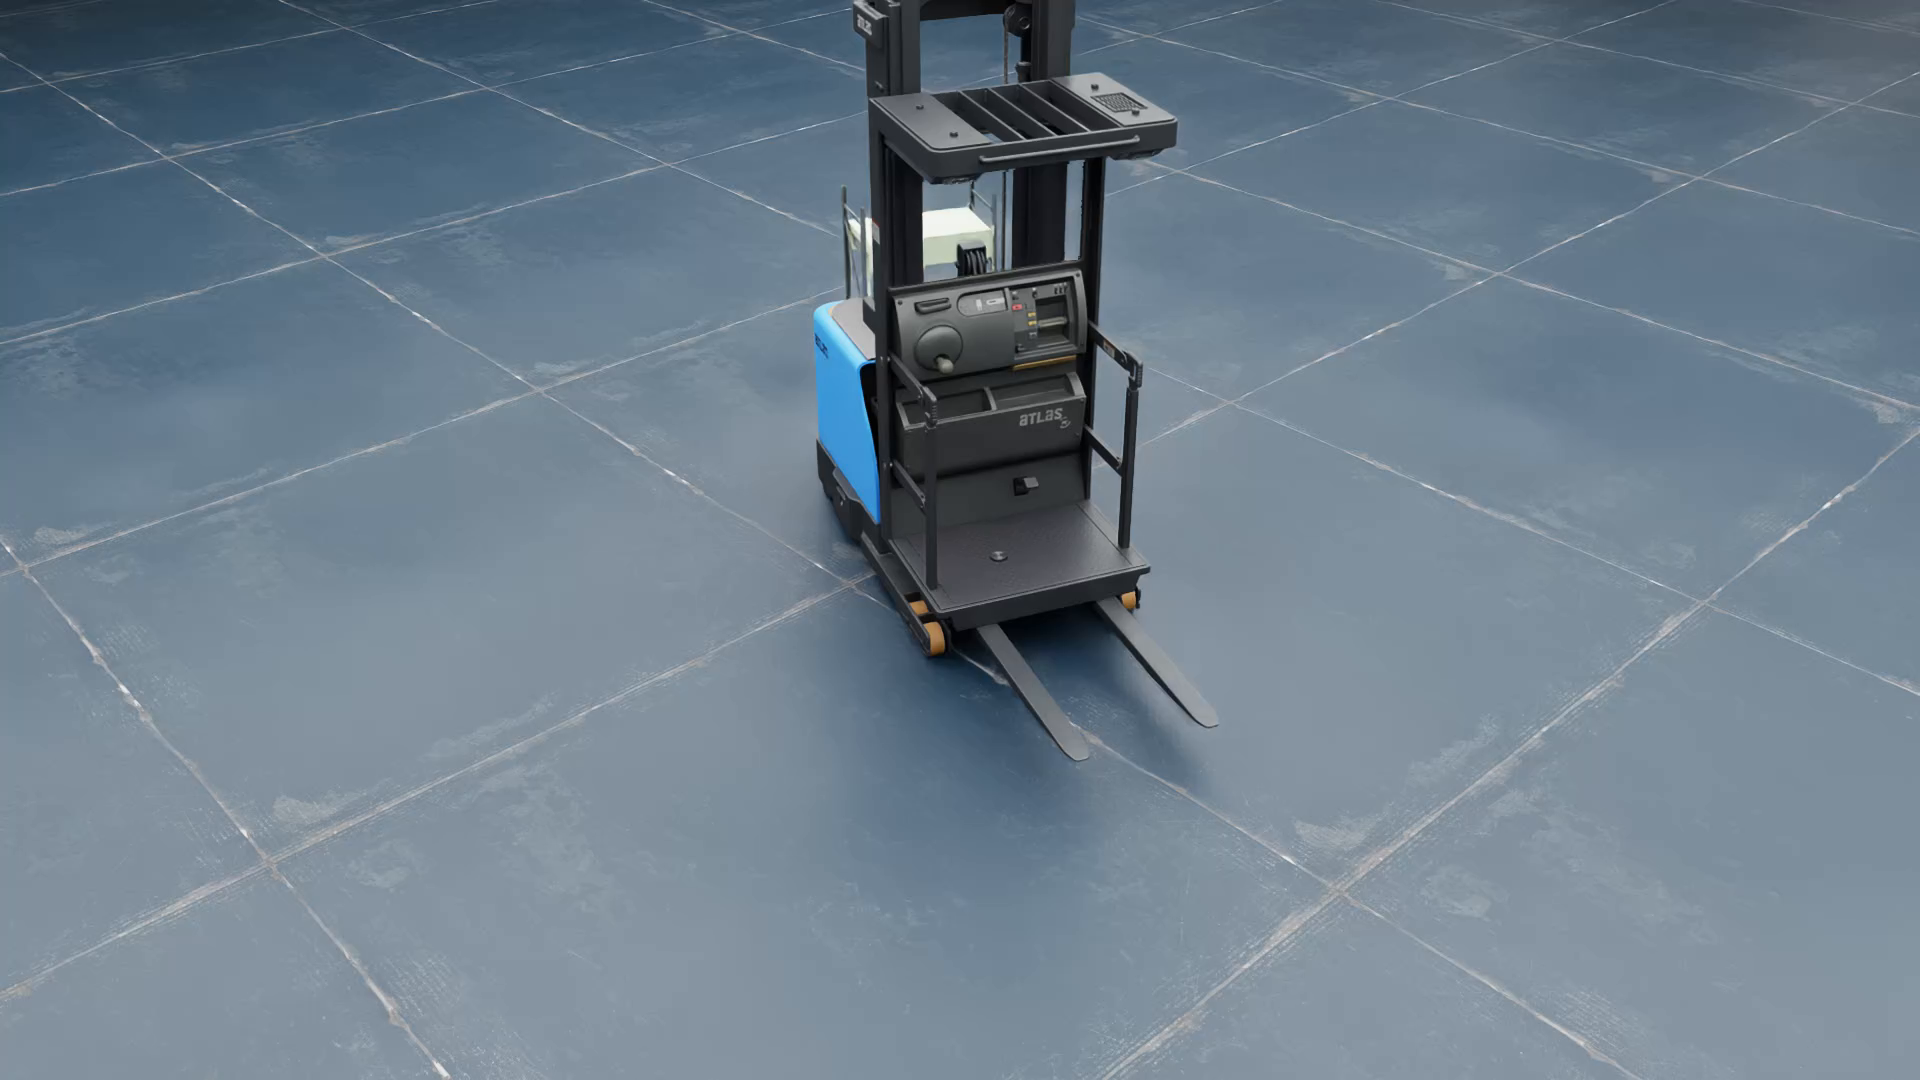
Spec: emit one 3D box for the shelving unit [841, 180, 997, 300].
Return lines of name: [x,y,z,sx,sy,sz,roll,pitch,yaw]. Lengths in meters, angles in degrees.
shelving unit: [-0.219,-1.242,9.333,0.755,1.500,0.431,-10,32,-16]

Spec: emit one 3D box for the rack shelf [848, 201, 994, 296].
rack shelf: [-0.222,-1.580,9.137,0.720,0.370,0.431,-10,32,-16]

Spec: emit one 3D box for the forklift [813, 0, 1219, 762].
forklift: [0.230,-0.949,7.492,1.130,2.935,3.031,-12,33,-18]

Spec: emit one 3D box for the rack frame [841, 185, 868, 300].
rack frame: [-0.565,-1.180,9.231,0.023,1.500,0.400,-10,32,-16]

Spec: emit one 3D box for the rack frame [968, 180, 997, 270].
rack frame: [0.127,-1.304,9.435,0.023,1.500,0.400,-10,32,-16]
